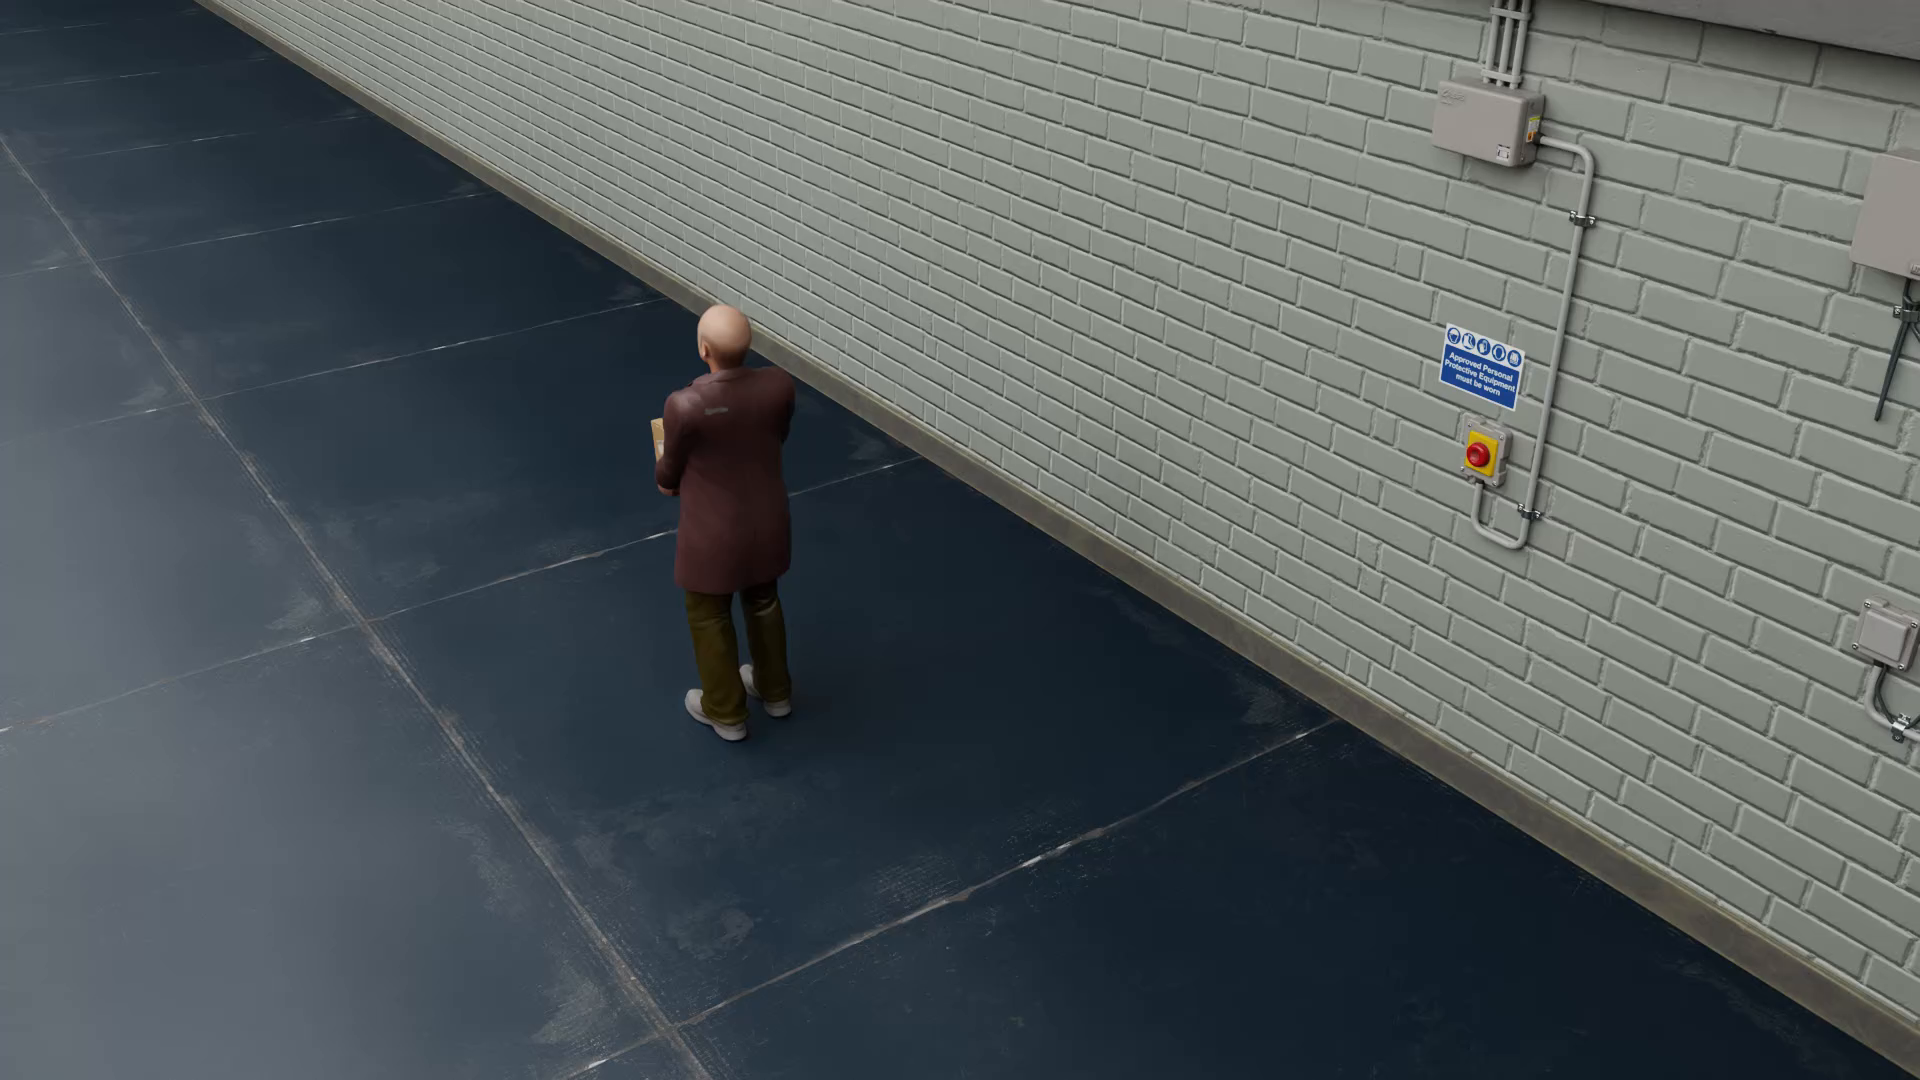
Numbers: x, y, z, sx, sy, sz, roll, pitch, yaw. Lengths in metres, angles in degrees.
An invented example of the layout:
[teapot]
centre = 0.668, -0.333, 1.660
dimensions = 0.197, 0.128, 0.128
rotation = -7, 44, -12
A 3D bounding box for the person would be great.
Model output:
[person]
centre = -0.913, -0.106, 6.344
dimensions = 0.527, 1.769, 0.563
rotation = -18, 33, -30
